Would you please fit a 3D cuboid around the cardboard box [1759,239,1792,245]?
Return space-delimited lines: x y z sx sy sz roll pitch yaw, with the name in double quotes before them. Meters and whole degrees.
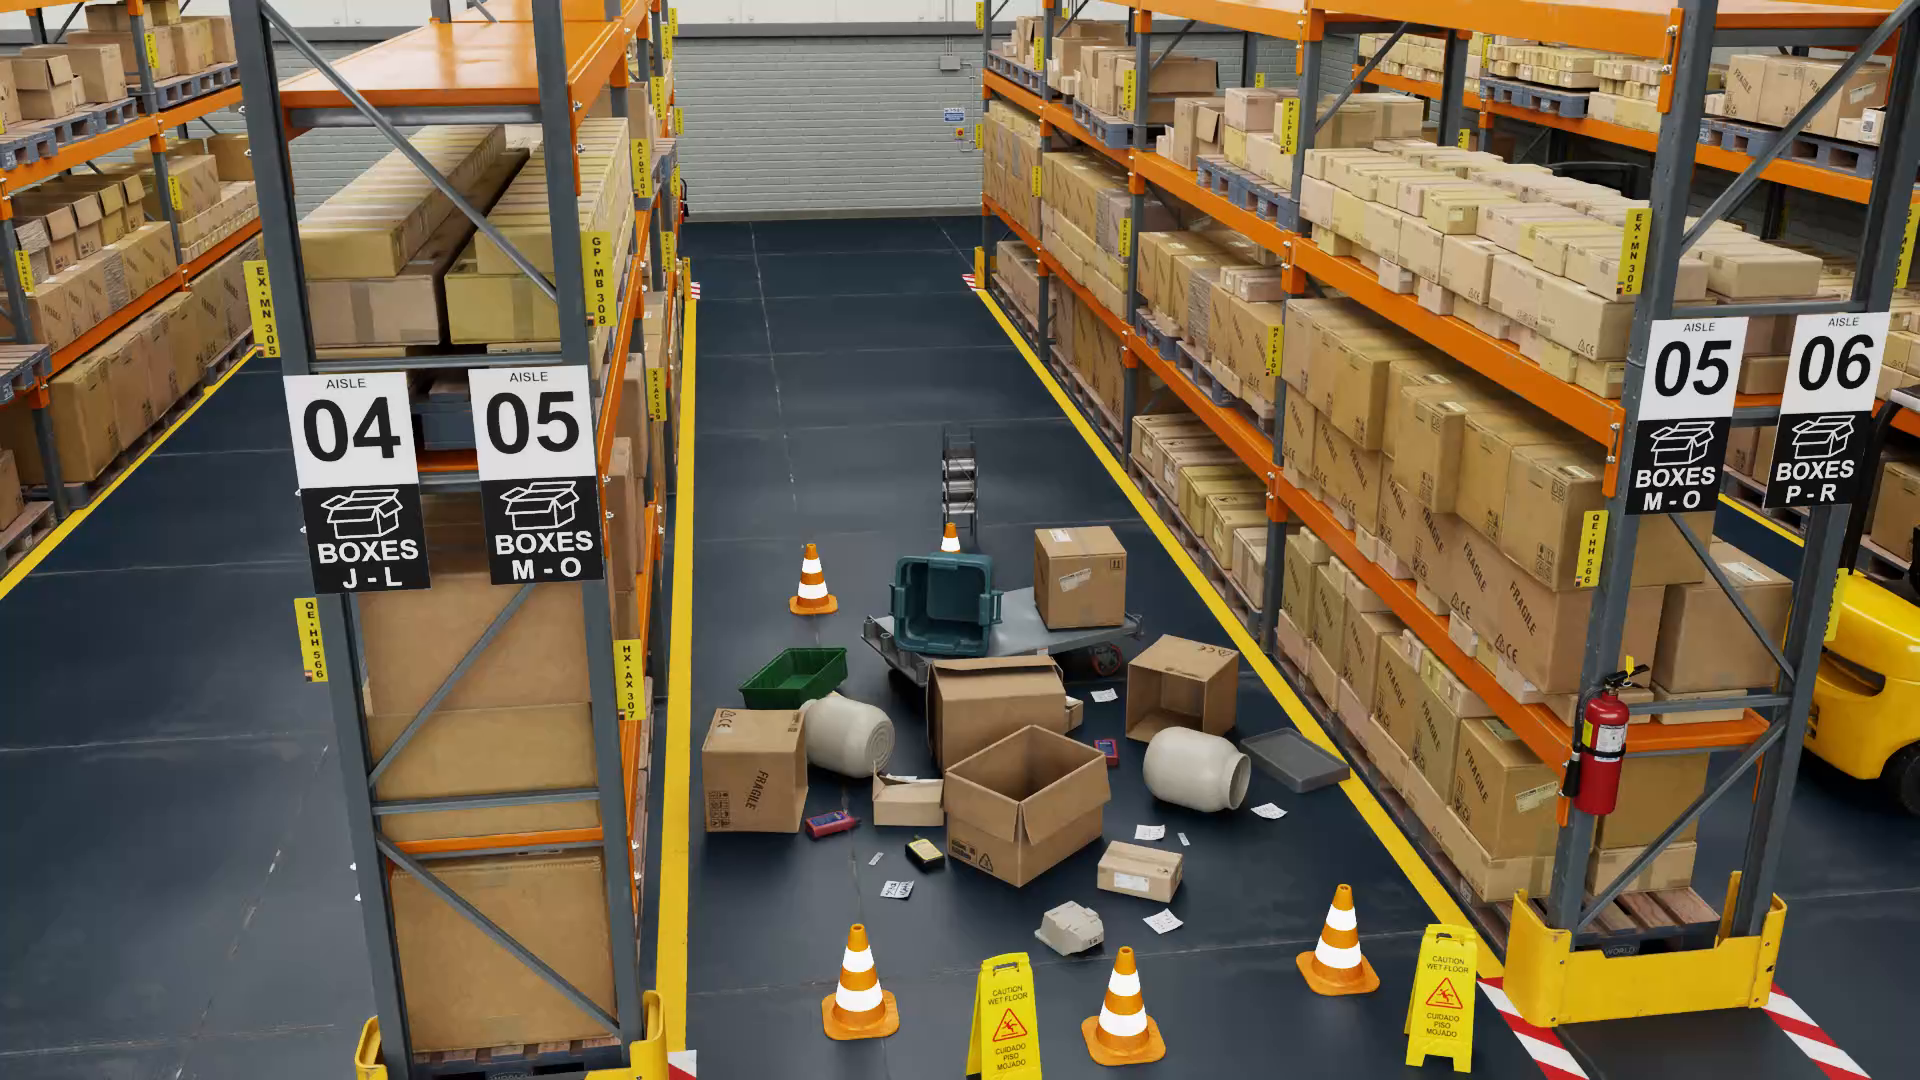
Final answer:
"cardboard box" 7.111 -2.564 14.723 0.380 0.149 0.250 -2 21 -6

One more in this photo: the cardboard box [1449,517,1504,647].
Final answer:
"cardboard box" 2.687 0.172 7.900 0.500 0.500 0.500 -3 21 -8

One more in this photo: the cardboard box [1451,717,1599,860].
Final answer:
"cardboard box" 2.732 1.182 8.023 0.500 0.500 0.500 -3 21 -7

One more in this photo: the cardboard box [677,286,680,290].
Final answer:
"cardboard box" -3.543 -2.933 19.831 0.380 0.149 0.250 -2 21 -5

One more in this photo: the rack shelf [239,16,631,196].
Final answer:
"rack shelf" -2.066 -1.988 7.277 1.077 0.370 4.000 -3 21 -8

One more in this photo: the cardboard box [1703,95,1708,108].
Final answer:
"cardboard box" 6.575 -3.948 14.856 0.380 0.149 0.250 -2 21 -7

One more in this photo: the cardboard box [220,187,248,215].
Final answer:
"cardboard box" -8.528 -3.897 19.151 0.500 0.250 0.500 -4 21 -10

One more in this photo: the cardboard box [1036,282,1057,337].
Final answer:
"cardboard box" 1.392 -2.668 19.134 0.875 0.438 0.875 -3 21 -9

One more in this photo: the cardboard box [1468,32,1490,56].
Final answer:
"cardboard box" 5.977 -5.572 18.634 0.500 0.250 0.500 -3 21 -8

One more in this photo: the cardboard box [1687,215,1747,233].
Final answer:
"cardboard box" 6.945 -2.745 15.536 0.500 0.500 0.500 -2 21 -5

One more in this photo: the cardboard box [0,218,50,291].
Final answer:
"cardboard box" -7.943 -2.335 13.604 0.797 0.503 0.637 -2 21 -6

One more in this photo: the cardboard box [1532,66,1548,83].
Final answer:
"cardboard box" 6.087 -4.754 16.987 0.380 0.149 0.250 -3 21 -8

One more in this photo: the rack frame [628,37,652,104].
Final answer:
"rack frame" -2.931 -4.590 12.643 1.000 3.000 0.127 -3 21 -8

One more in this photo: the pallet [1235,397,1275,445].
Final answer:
"pallet" 2.563 -0.861 11.509 1.003 0.211 1.213 -3 21 -8

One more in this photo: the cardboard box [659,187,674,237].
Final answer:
"cardboard box" -3.330 -3.535 17.824 0.500 0.500 0.500 -3 21 -9

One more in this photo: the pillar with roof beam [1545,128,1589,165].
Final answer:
"pillar with roof beam" 2.819 -6.580 17.973 9.100 9.000 0.400 -3 21 -8

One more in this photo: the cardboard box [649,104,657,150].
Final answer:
"cardboard box" -2.483 -3.039 12.164 0.500 0.311 0.500 -3 21 -8

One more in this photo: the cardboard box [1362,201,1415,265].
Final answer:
"cardboard box" 2.465 -1.635 8.808 0.500 0.250 0.500 -3 21 -7

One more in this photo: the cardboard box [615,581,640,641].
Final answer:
"cardboard box" -1.933 0.405 7.631 0.875 0.550 0.550 -3 21 -8

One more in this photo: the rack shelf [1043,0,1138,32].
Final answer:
"rack shelf" 1.664 -5.042 15.455 1.077 0.370 4.000 -3 21 -8

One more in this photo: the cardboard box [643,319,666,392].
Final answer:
"cardboard box" -2.458 -1.338 12.368 0.500 0.500 0.500 -3 21 -9

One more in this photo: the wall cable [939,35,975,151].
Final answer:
"wall cable" -0.036 -7.275 26.912 0.585 1.953 0.123 -3 21 -8

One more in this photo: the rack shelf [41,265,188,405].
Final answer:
"rack shelf" -8.142 -1.920 15.097 1.077 0.370 4.000 -3 21 -8

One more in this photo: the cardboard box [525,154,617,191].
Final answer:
"cardboard box" -1.767 -1.663 7.570 0.380 0.149 0.250 -3 21 -7

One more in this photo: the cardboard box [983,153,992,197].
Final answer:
"cardboard box" 0.585 -4.700 21.370 0.500 0.500 0.500 -3 21 -8

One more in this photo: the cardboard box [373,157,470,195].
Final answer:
"cardboard box" -2.419 -1.629 7.480 0.380 0.149 0.250 -3 21 -8

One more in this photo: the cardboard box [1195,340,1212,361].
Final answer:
"cardboard box" 2.001 -1.459 12.594 0.380 0.149 0.250 -2 21 -6

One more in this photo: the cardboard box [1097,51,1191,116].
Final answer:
"cardboard box" 1.622 -4.046 14.731 0.700 0.500 0.500 -4 21 -10

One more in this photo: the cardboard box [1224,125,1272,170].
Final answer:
"cardboard box" 2.161 -2.758 11.639 0.500 0.250 0.500 -3 21 -7

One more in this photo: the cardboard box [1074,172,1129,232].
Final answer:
"cardboard box" 1.406 -3.270 16.112 0.500 0.500 0.500 -3 21 -9

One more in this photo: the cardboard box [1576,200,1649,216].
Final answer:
"cardboard box" 3.180 -1.531 7.960 0.380 0.149 0.250 -2 21 -6

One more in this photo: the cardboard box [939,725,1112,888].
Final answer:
"cardboard box" 0.348 1.395 8.762 0.637 0.503 0.797 17 27 39

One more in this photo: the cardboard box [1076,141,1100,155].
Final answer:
"cardboard box" 1.547 -4.141 18.445 0.500 0.500 0.500 -3 21 -7

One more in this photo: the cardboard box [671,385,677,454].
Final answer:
"cardboard box" -2.781 -1.063 14.747 0.500 0.500 0.500 -4 21 -10

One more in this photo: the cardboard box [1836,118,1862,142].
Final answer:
"cardboard box" 6.870 -3.094 12.542 0.380 0.149 0.250 -3 21 -8

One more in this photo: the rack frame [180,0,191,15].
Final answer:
"rack frame" -9.007 -7.144 19.483 1.000 3.000 0.127 -3 21 -8

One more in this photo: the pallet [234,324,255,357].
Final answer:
"pallet" -8.642 -2.333 19.161 1.003 0.211 1.213 -3 21 -8

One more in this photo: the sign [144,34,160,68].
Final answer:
"sign" -7.895 -4.775 16.237 0.100 0.325 0.005 -3 21 -8

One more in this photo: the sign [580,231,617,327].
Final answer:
"sign" -1.228 -0.887 5.654 0.100 0.325 0.005 -3 21 -8

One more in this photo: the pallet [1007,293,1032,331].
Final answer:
"pallet" 1.165 -2.833 20.500 1.003 0.211 1.213 -3 21 -8

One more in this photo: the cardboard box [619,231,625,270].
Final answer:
"cardboard box" -1.800 -1.374 7.938 0.380 0.149 0.250 -3 21 -8

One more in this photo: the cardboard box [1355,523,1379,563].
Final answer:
"cardboard box" 2.432 0.007 9.268 0.380 0.149 0.250 -3 21 -7

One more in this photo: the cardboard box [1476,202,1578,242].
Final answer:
"cardboard box" 2.685 -1.503 7.886 0.380 0.149 0.250 -4 21 -9

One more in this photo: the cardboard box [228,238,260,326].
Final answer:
"cardboard box" -8.704 -3.003 19.405 0.875 0.875 0.875 -3 21 -8

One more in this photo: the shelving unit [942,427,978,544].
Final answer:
"shelving unit" -0.001 -0.424 13.066 0.258 0.900 0.210 -3 21 -8

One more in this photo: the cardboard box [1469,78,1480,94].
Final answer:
"cardboard box" 5.943 -5.097 18.649 0.380 0.149 0.250 -3 21 -8

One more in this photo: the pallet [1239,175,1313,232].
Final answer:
"pallet" 2.546 -2.215 10.842 1.213 0.211 1.003 -3 21 -8

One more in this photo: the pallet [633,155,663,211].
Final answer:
"pallet" -2.622 -2.489 11.575 1.003 0.211 1.213 -2 21 -5

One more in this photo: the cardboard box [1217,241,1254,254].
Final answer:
"cardboard box" 2.379 -2.125 13.450 0.500 0.500 0.500 -3 21 -9

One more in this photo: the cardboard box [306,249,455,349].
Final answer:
"cardboard box" -2.125 -0.883 6.051 0.500 0.250 0.500 -3 21 -7

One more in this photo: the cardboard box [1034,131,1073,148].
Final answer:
"cardboard box" 1.017 -4.358 18.099 0.380 0.149 0.250 -3 21 -9

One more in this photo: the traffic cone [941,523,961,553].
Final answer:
"traffic cone" -0.066 0.101 12.285 0.336 0.463 0.334 -3 21 -8

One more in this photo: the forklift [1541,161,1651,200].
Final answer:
"forklift" 4.698 -1.213 12.275 1.130 2.935 3.031 -3 21 -8

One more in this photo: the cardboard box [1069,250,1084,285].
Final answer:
"cardboard box" 1.375 -2.682 16.324 0.500 0.250 0.500 -3 21 -9

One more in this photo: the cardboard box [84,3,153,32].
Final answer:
"cardboard box" -8.560 -5.322 16.933 0.500 0.250 0.500 -4 21 -11

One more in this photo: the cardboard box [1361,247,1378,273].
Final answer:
"cardboard box" 2.456 -1.584 9.241 0.380 0.149 0.250 -2 21 -6

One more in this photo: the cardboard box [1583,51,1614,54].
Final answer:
"cardboard box" 6.591 -4.916 16.995 0.380 0.149 0.250 -4 21 -9
